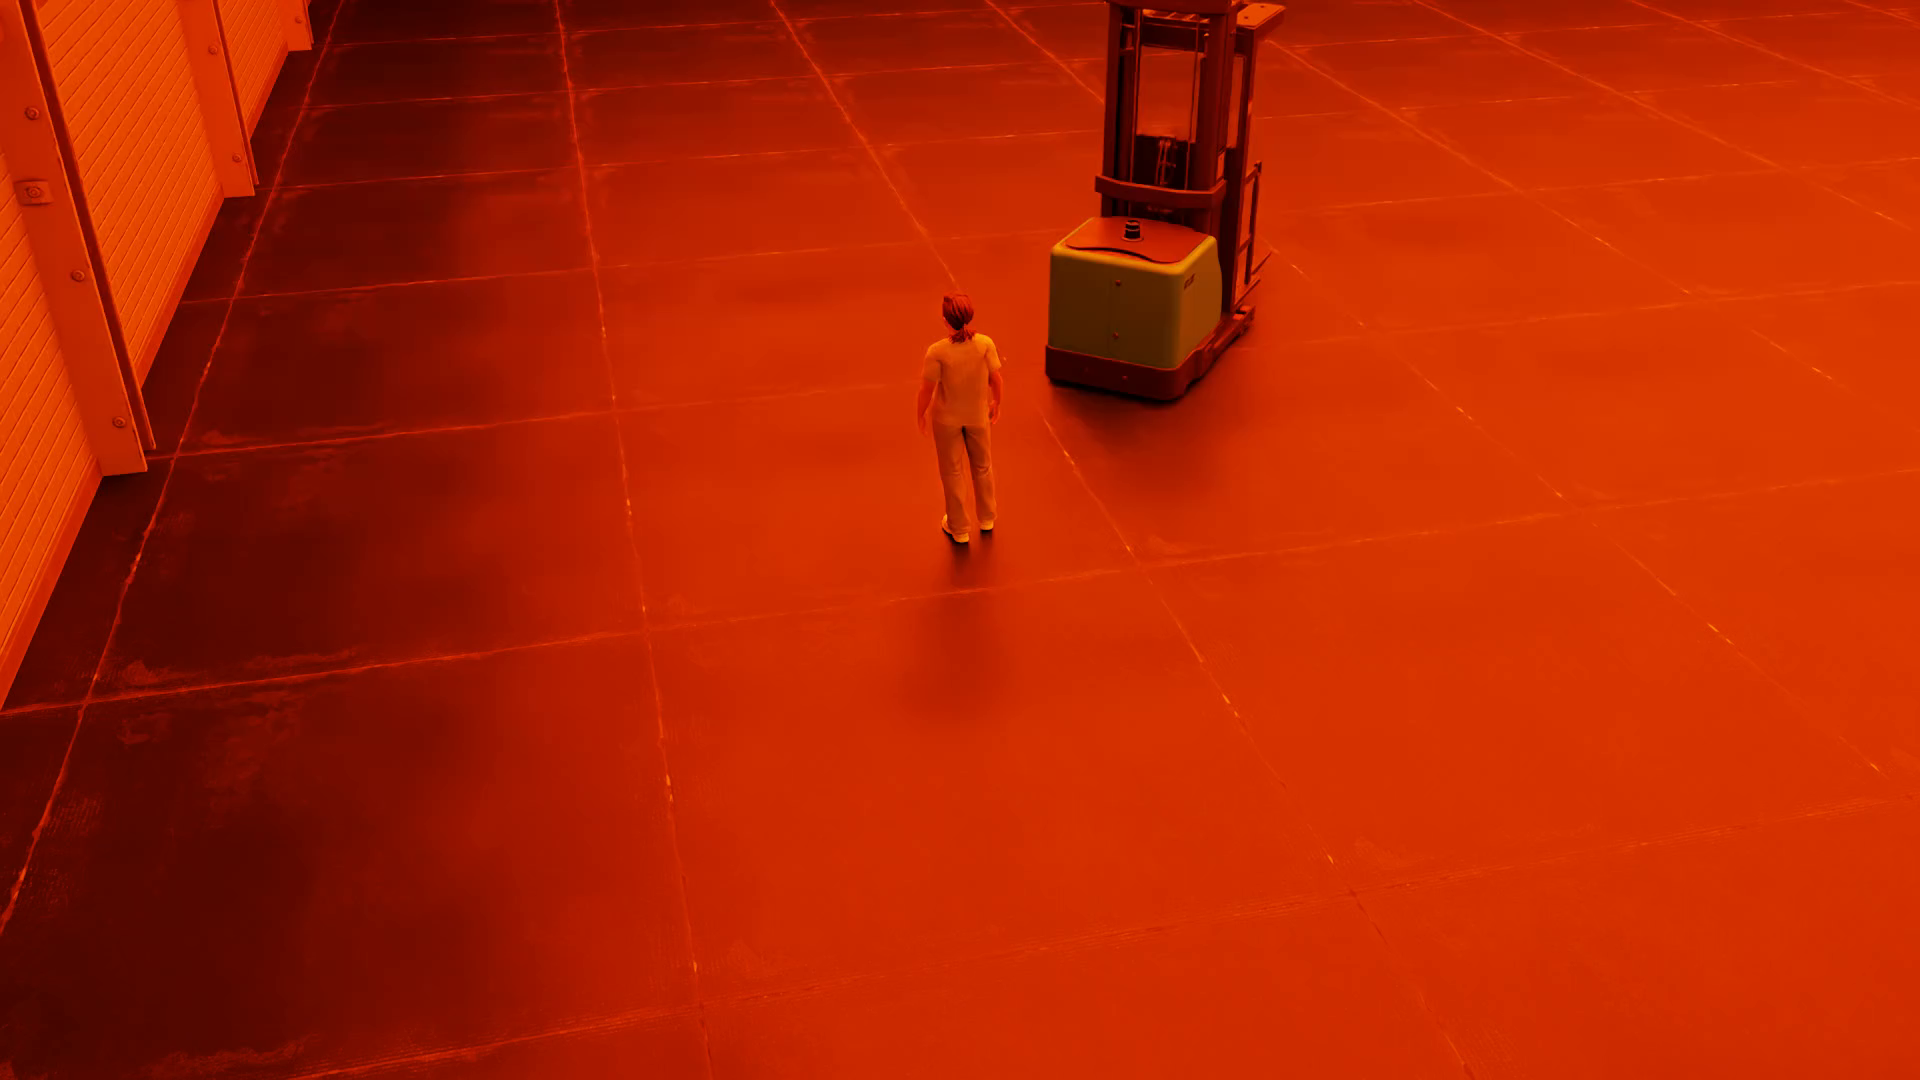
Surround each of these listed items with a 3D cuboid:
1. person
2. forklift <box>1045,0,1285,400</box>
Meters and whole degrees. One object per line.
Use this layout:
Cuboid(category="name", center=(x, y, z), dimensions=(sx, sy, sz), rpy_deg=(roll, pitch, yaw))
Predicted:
Cuboid(category="person", center=(-0.004, -0.769, 10.141), dimensions=(0.549, 1.675, 0.549), rpy_deg=(-7, 31, -12))
Cuboid(category="forklift", center=(1.744, -3.003, 12.761), dimensions=(1.130, 2.935, 3.031), rpy_deg=(14, 33, 23))
